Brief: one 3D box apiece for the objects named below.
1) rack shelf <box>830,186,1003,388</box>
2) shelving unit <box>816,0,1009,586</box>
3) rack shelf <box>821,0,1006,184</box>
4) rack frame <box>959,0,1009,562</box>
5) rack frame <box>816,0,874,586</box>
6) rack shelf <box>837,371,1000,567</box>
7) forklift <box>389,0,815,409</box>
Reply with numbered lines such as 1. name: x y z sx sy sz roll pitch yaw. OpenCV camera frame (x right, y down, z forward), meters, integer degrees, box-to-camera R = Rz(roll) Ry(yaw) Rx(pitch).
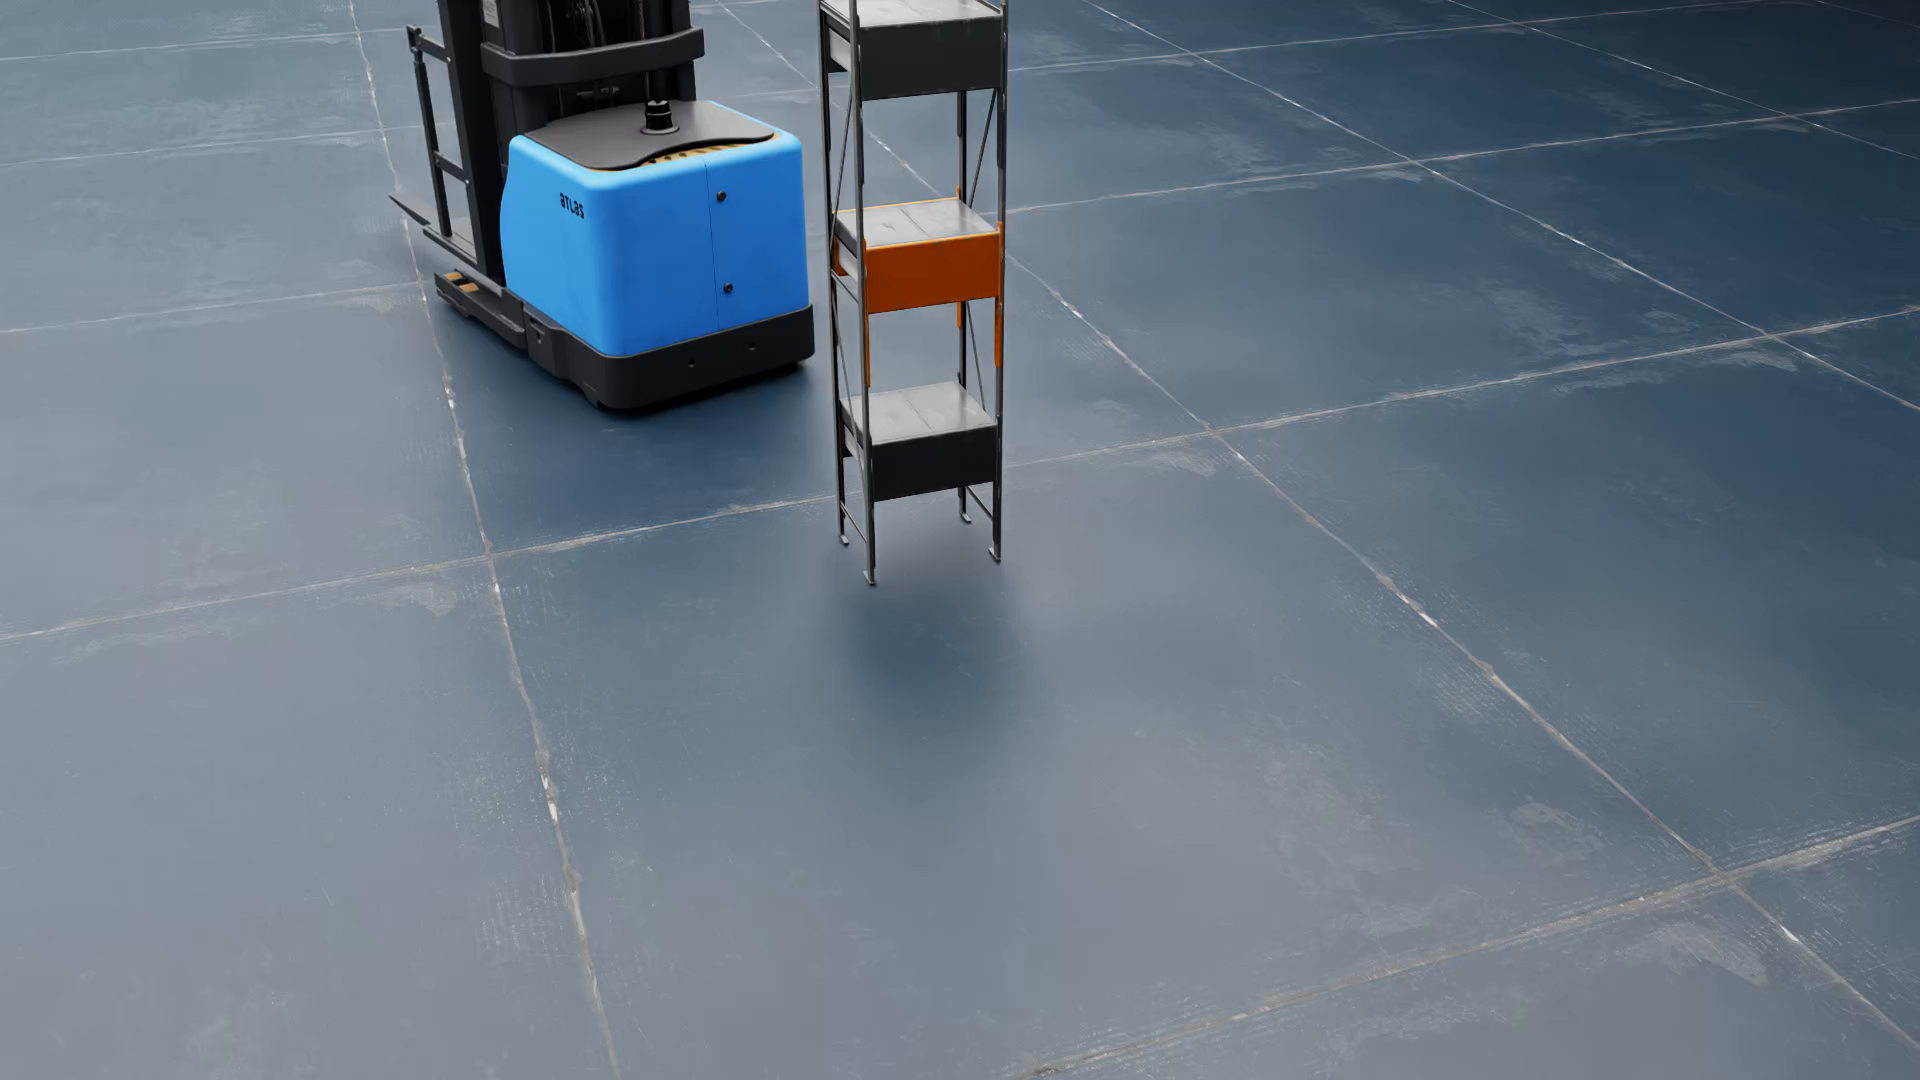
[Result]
1. rack shelf: -0.155 -0.872 5.687 0.480 0.518 0.431 -10 31 -18
2. shelving unit: -0.155 -0.884 5.680 0.503 2.100 0.431 -10 31 -18
3. rack shelf: -0.155 -1.480 5.340 0.480 0.518 0.431 -10 31 -18
4. rack frame: 0.074 -0.926 5.754 0.015 2.100 0.400 -10 31 -18
5. rack frame: -0.384 -0.842 5.606 0.015 2.100 0.400 -10 31 -18
6. rack shelf: -0.155 -0.264 6.033 0.480 0.518 0.431 -10 31 -18
7. forklift: -1.959 -2.498 7.674 1.130 2.935 3.031 -21 36 -32
